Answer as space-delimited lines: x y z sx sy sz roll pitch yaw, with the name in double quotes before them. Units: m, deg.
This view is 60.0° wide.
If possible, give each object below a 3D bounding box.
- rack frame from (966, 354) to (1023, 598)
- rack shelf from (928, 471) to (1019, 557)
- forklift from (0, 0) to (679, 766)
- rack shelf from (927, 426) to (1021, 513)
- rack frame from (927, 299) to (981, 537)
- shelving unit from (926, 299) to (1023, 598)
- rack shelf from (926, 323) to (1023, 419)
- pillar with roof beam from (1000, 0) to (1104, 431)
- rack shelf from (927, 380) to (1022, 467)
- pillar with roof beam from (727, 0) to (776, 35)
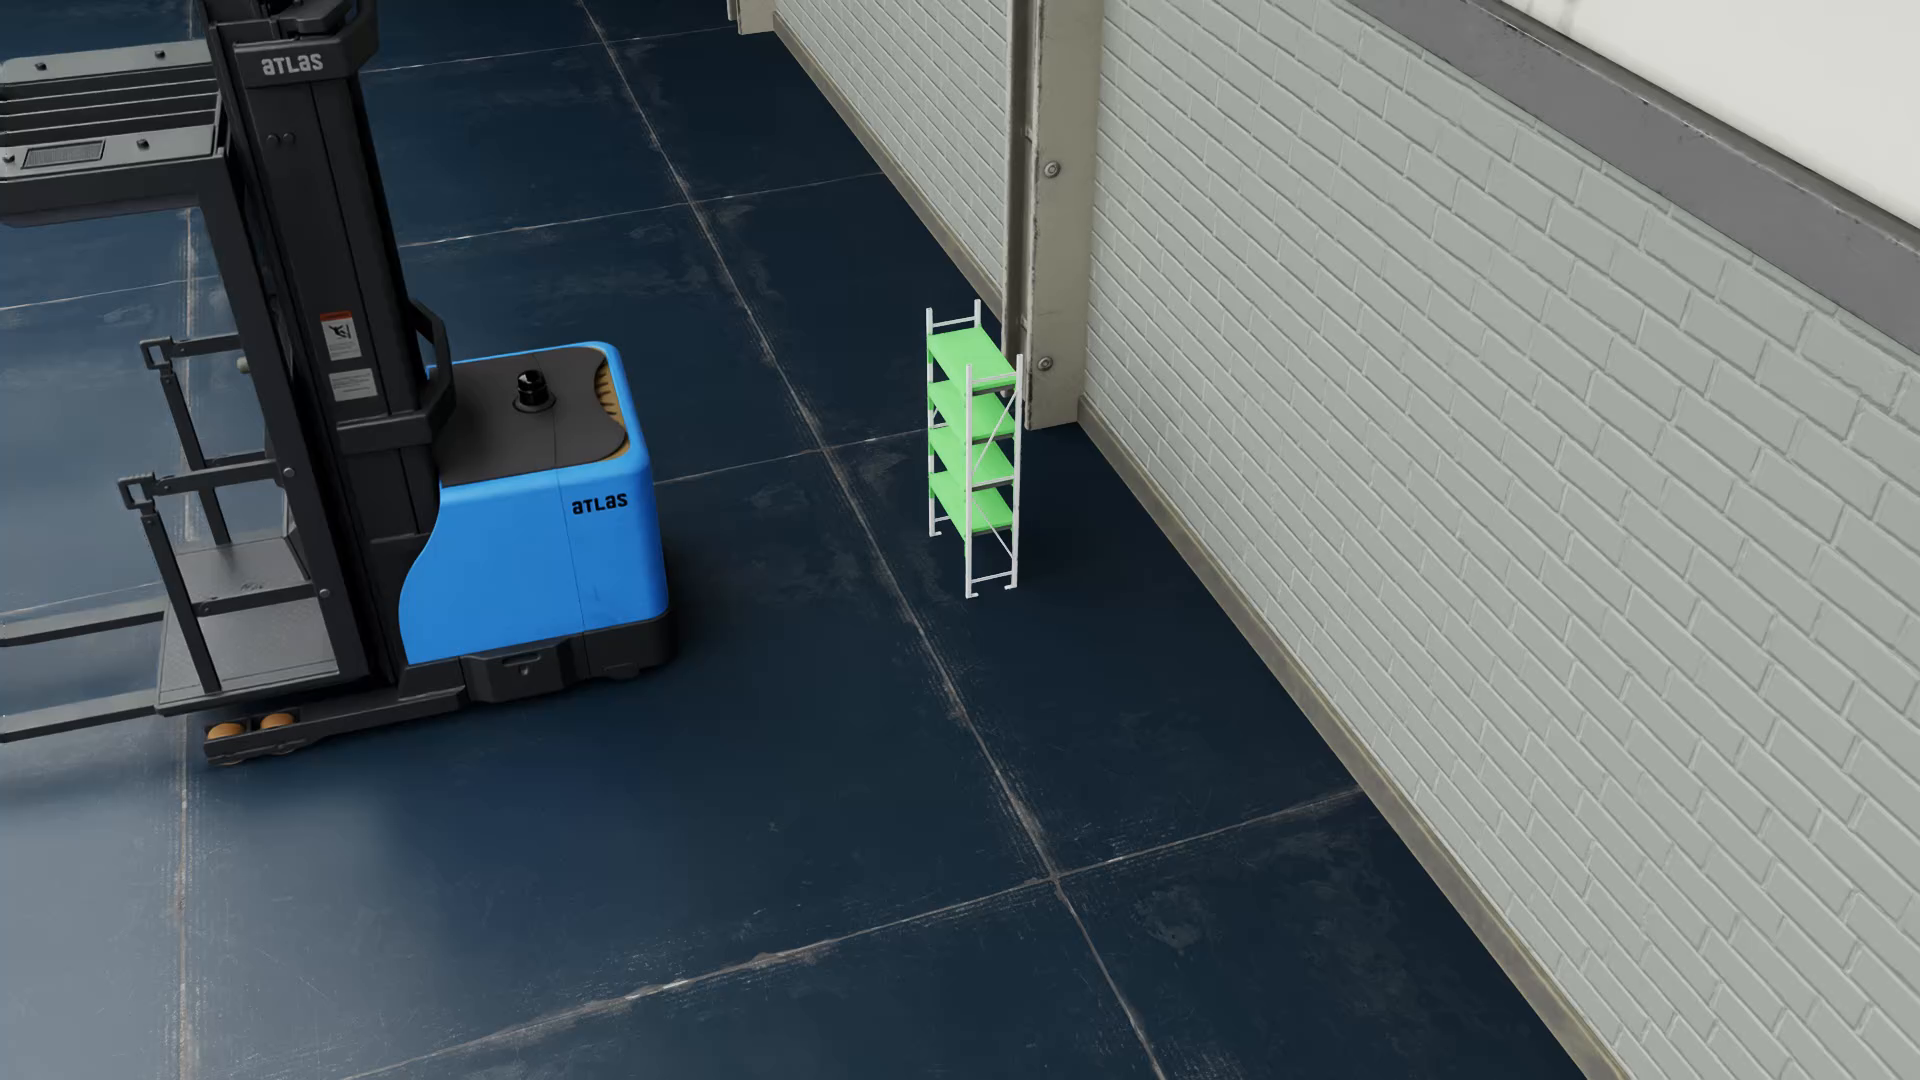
"rack frame" 0.141 -0.248 7.082 0.240 1.200 0.015 -12 39 -16
"rack shelf" 0.057 -0.143 7.448 0.258 0.148 0.480 -12 39 -16
"forklift" -2.764 -0.640 6.163 3.031 2.935 1.130 -11 38 -14
"rack shelf" 0.057 -0.335 7.303 0.258 0.148 0.480 -12 39 -16
"rack frame" -0.027 -0.524 7.448 0.240 1.200 0.015 -12 39 -16
"shelving unit" 0.057 -0.386 7.265 0.258 1.200 0.503 -12 39 -16
"rack shelf" 0.057 -0.718 7.015 0.258 0.148 0.480 -12 39 -16
"pillar with roof beam" -3.618 -3.404 4.789 9.100 9.000 0.400 -12 39 -16
"rack shelf" 0.057 -0.526 7.159 0.258 0.148 0.480 -12 39 -16
"pillar with roof beam" -5.683 -6.793 9.289 9.100 9.000 0.400 -12 39 -16
